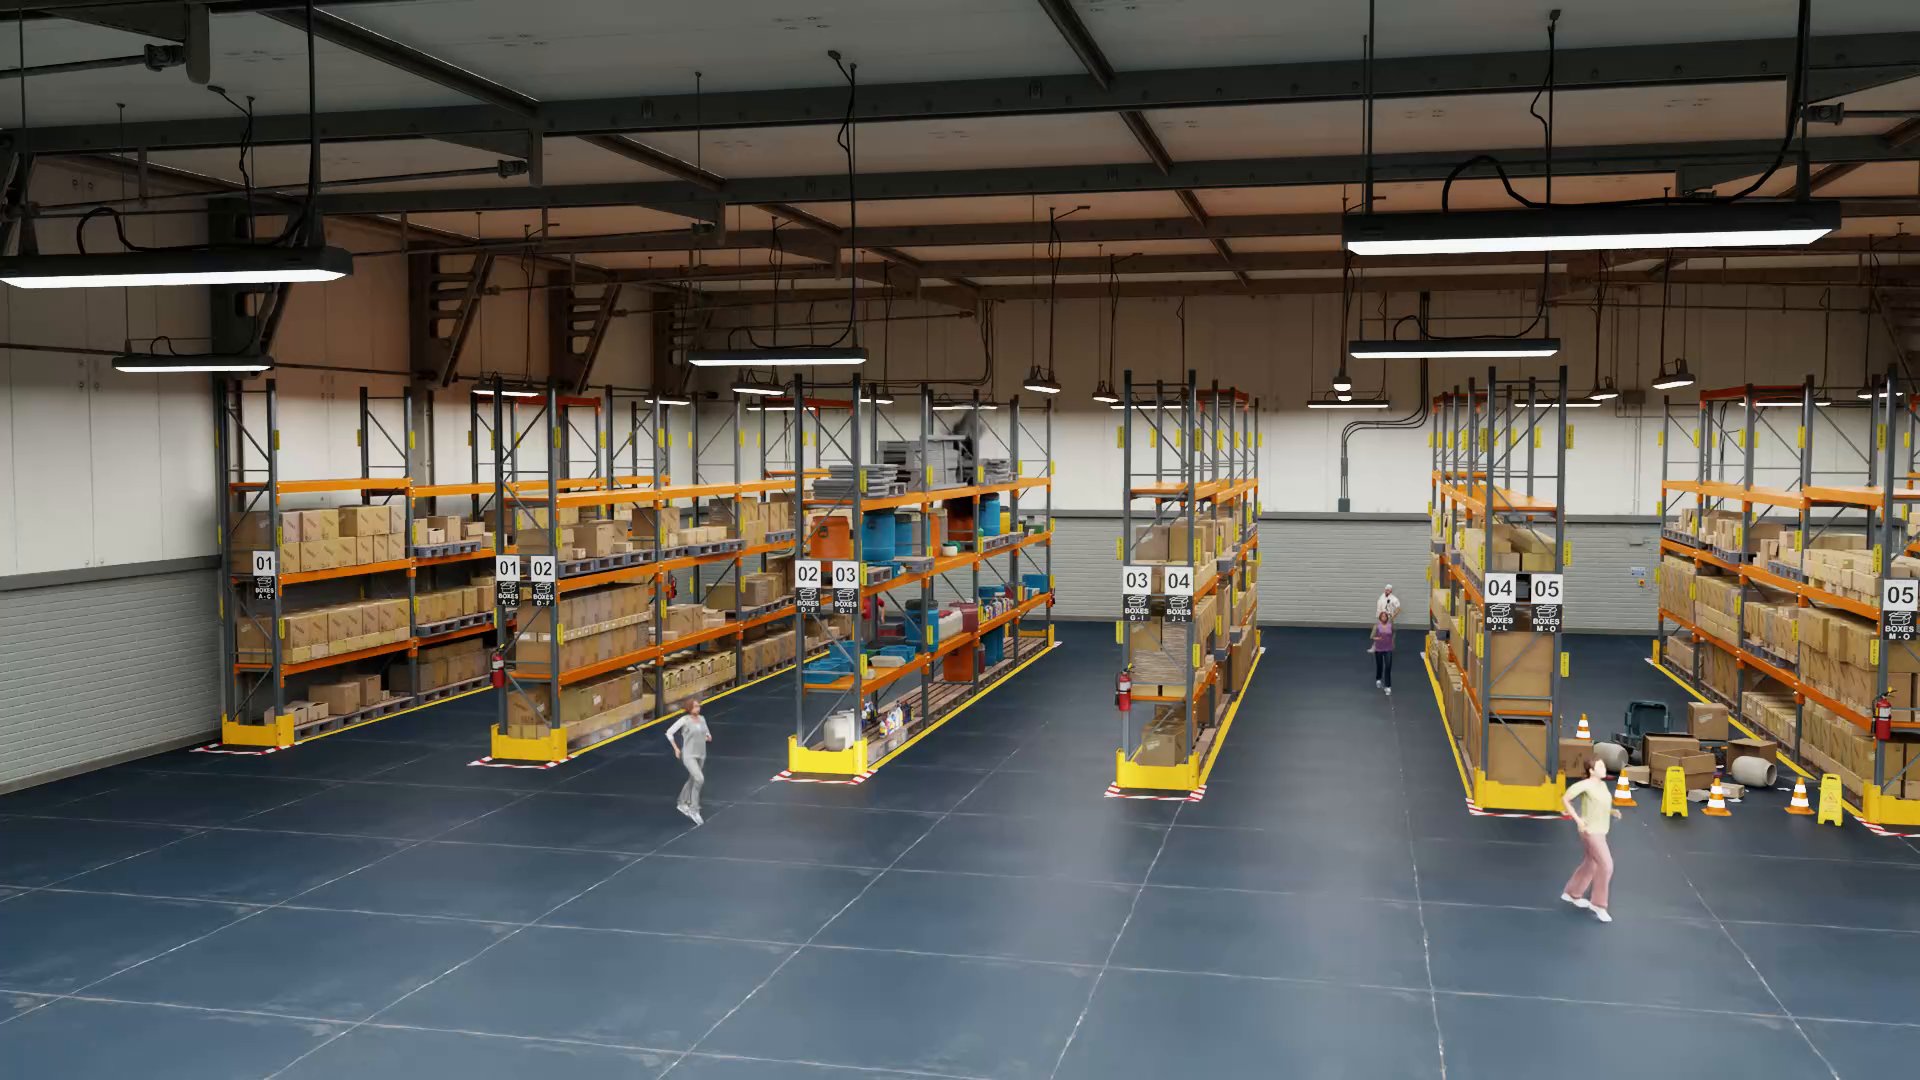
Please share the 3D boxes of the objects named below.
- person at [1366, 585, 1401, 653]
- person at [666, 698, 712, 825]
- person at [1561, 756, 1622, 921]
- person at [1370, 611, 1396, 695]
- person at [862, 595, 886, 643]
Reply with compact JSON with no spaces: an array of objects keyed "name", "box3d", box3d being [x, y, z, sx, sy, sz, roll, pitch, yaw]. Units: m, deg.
[{"name":"person","box3d":[10.033,1.853,39.165,0.784,1.606,0.731,-2,4,-36]},{"name":"person","box3d":[-3.507,2.891,21.825,0.710,1.641,0.505,3,4,37]},{"name":"person","box3d":[6.656,3.128,17.543,0.578,1.732,0.636,-3,5,-42]},{"name":"person","box3d":[8.375,2.207,32.902,0.535,1.606,0.851,0,3,5]},{"name":"person","box3d":[-2.008,1.913,37.067,0.654,1.621,0.908,0,3,6]}]
